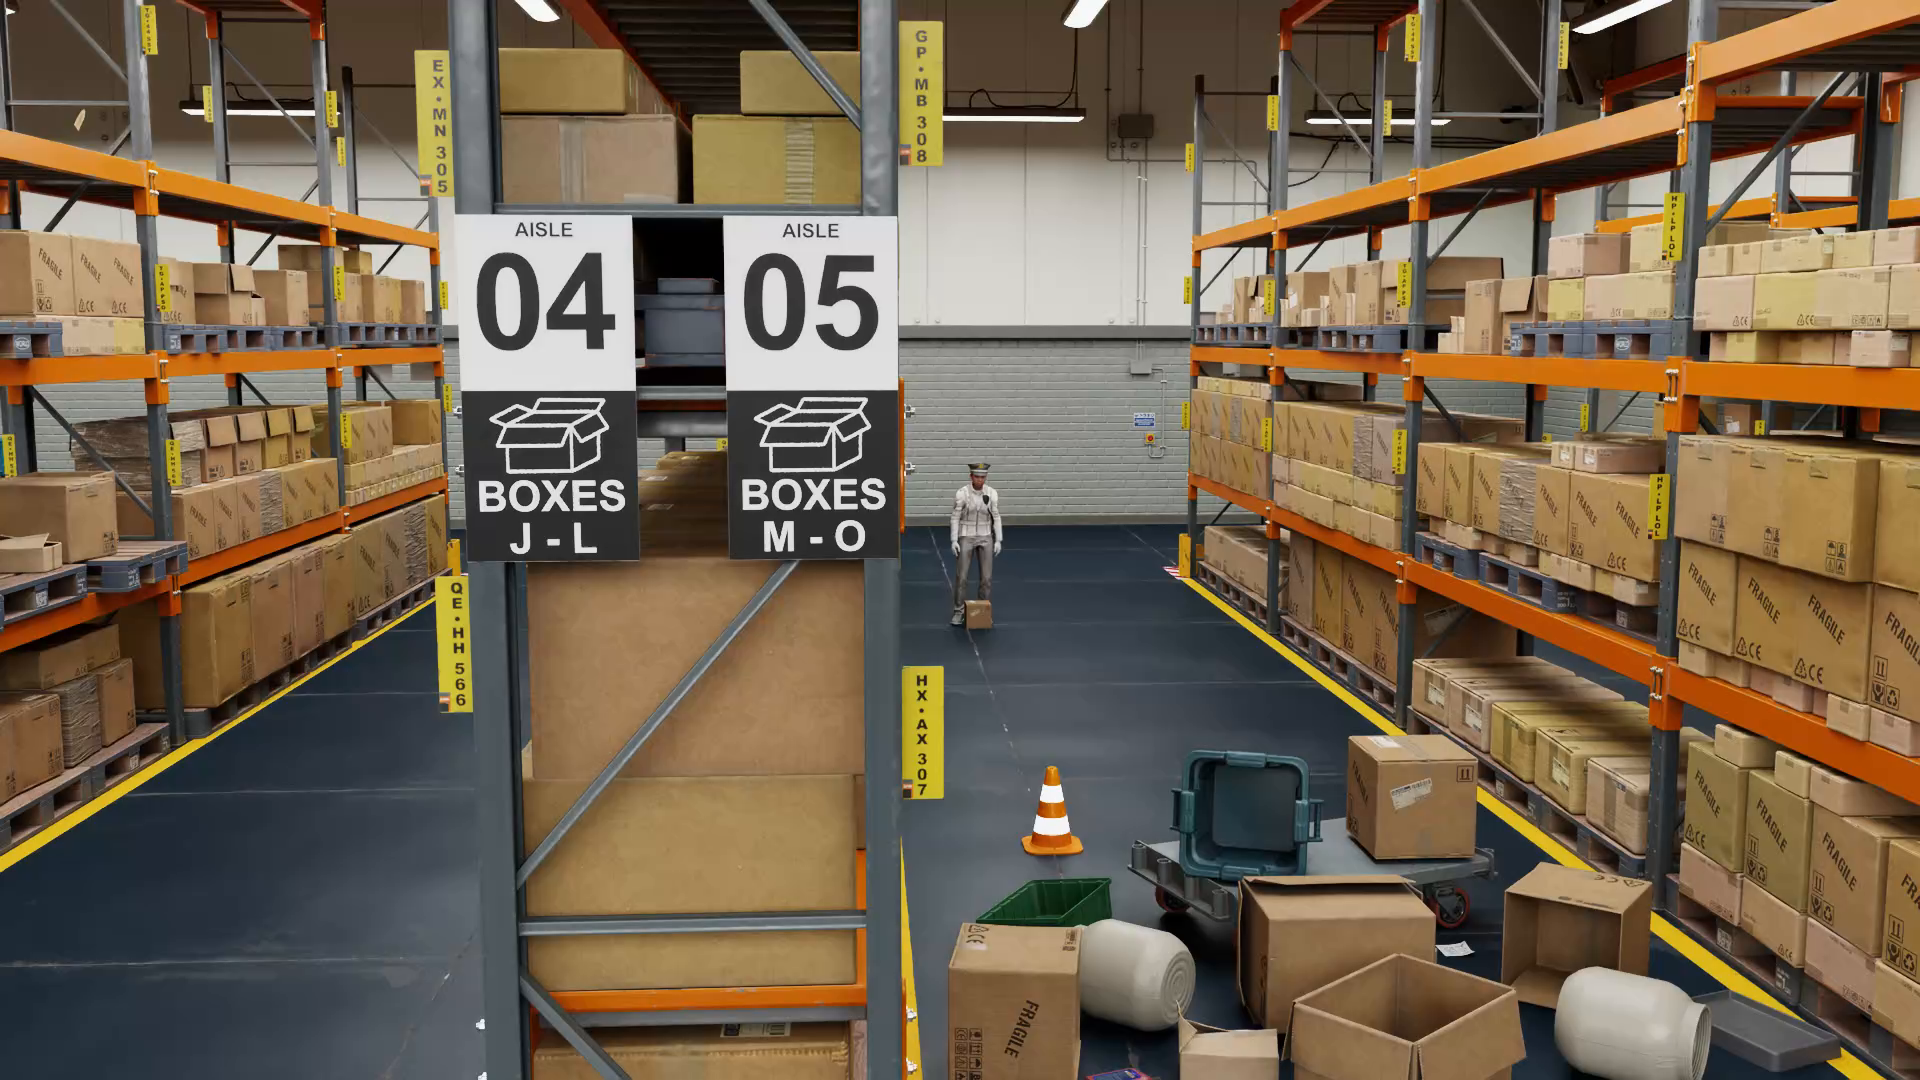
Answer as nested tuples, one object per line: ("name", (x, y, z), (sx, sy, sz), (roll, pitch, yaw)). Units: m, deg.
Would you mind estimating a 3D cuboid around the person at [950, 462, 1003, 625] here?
("person", (0.164, 0.030, 17.021), (0.547, 1.655, 0.370), (-1, 7, -7))
